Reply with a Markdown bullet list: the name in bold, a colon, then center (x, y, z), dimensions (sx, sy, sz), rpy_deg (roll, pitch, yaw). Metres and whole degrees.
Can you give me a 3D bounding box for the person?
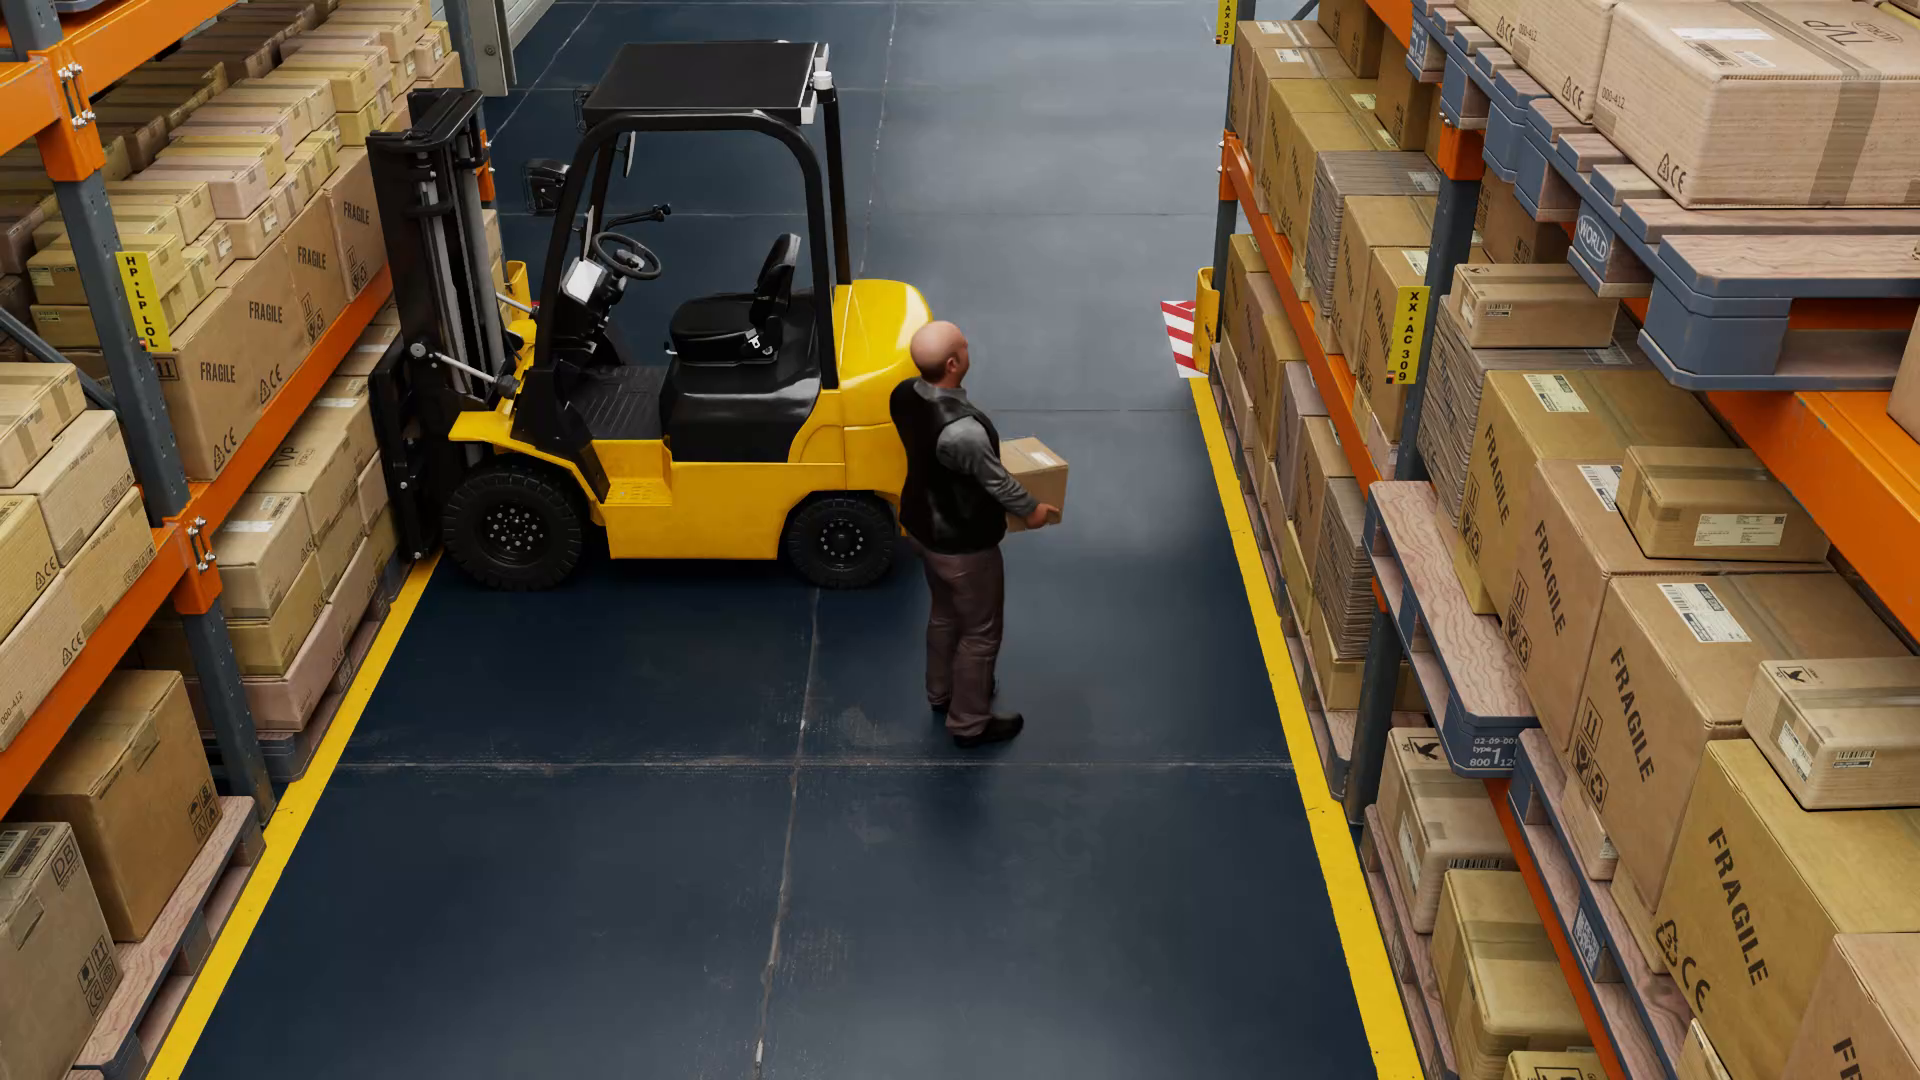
- **person**: center (0.055, -0.046, 6.234), dimensions (0.555, 1.721, 0.500), rpy_deg (-16, 35, -25)
